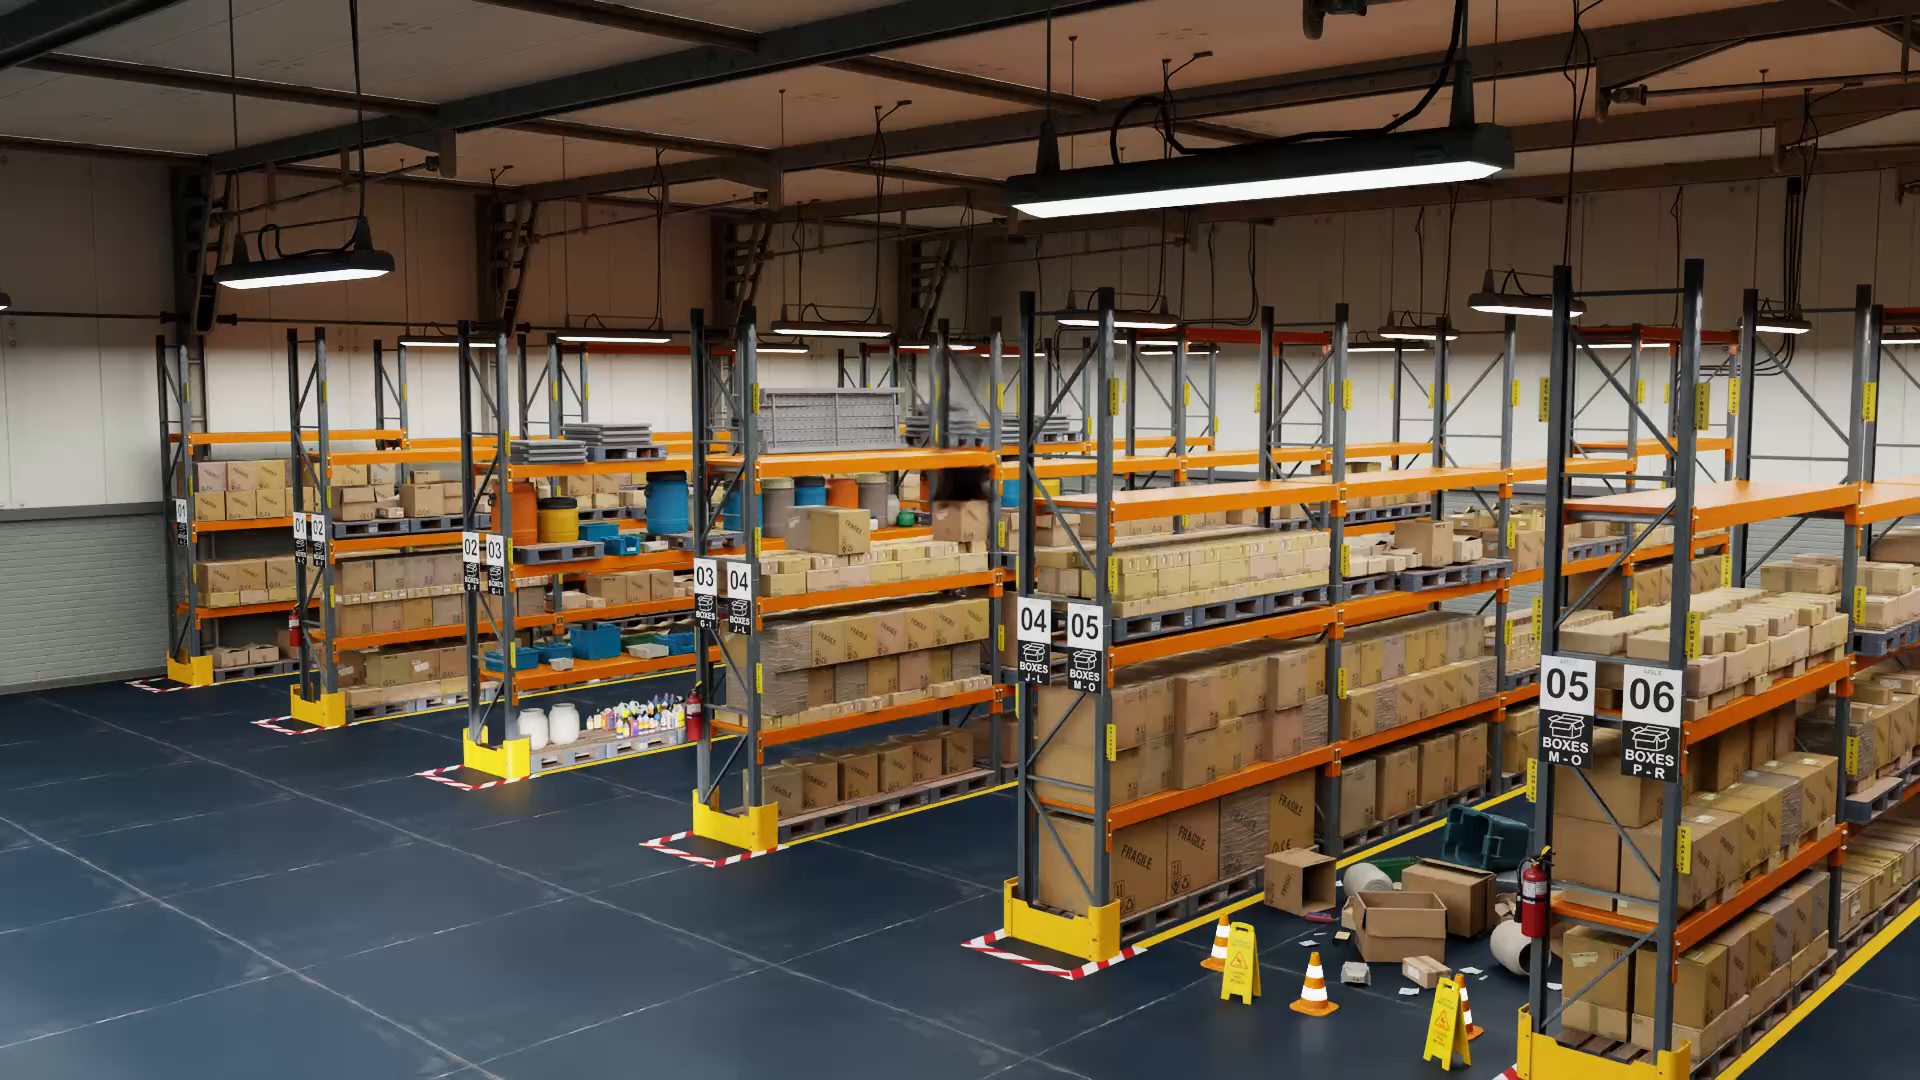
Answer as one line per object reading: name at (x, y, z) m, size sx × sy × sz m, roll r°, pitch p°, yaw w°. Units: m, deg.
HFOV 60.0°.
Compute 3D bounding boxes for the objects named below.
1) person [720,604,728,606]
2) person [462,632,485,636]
person at (-4.739, 1.100, 34.780) m, size 0.559 × 1.640 × 0.836 m, roll 4°, pitch 6°, yaw 34°
person at (-8.452, 1.625, 29.062) m, size 0.746 × 1.715 × 1.060 m, roll 5°, pitch 7°, yaw 41°
